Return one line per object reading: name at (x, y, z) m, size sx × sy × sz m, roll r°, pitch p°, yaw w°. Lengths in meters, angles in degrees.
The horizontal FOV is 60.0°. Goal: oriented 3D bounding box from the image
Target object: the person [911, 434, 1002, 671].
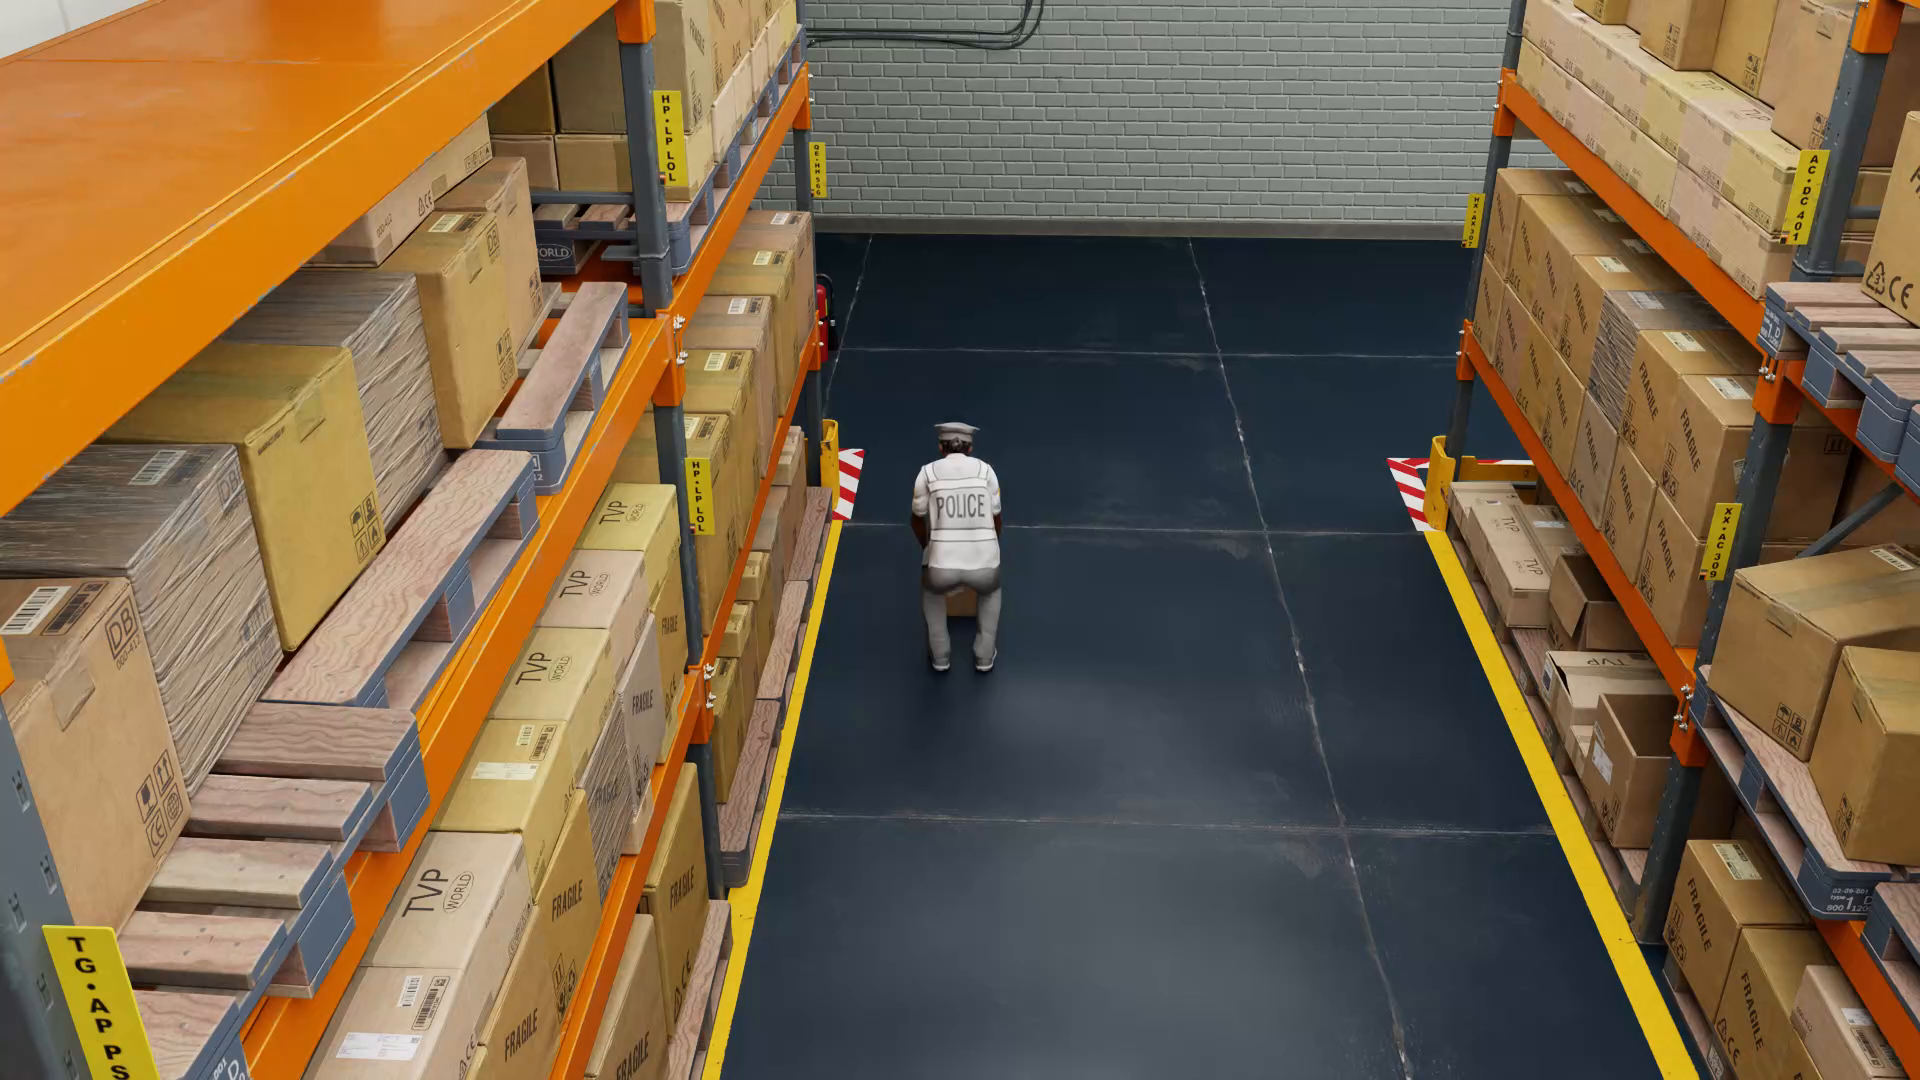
person at (-0.020, 0.080, 8.952) m, size 0.499 × 1.217 × 0.792 m, roll 1°, pitch 28°, yaw 1°
